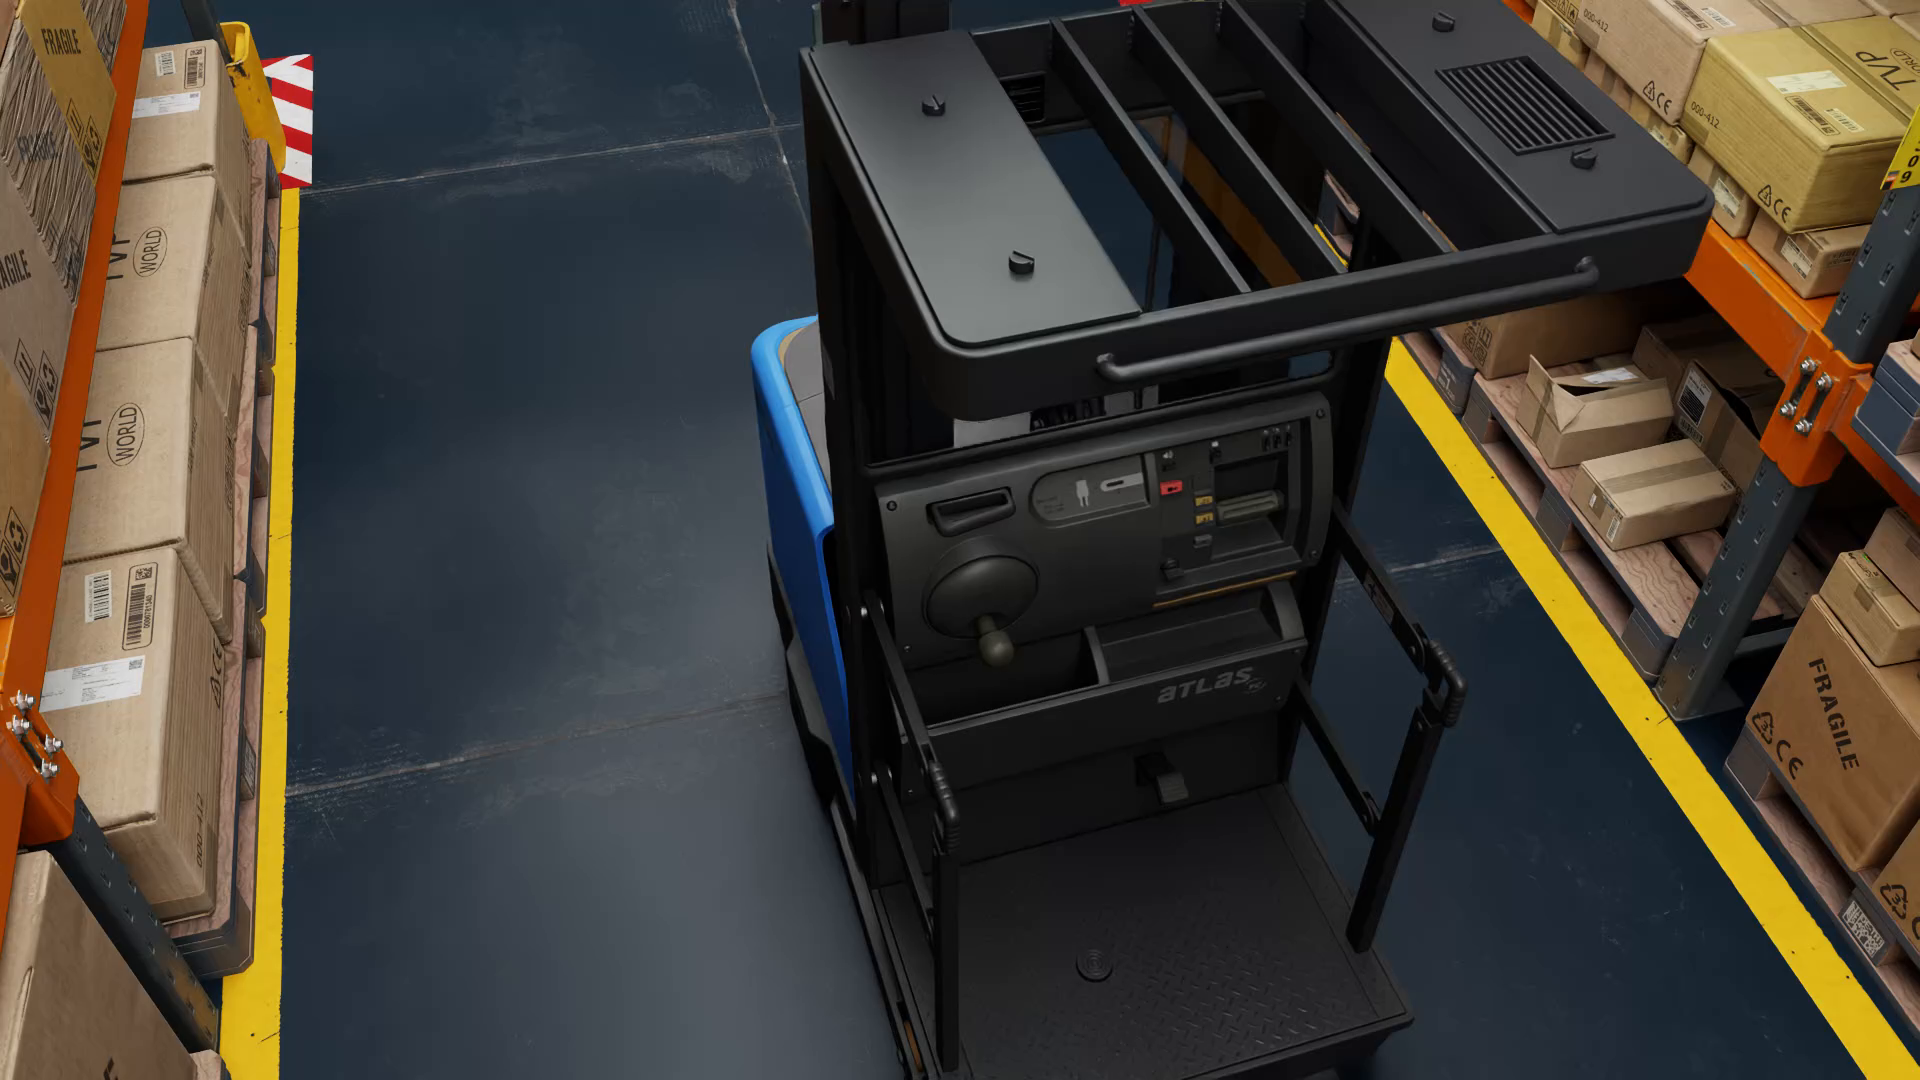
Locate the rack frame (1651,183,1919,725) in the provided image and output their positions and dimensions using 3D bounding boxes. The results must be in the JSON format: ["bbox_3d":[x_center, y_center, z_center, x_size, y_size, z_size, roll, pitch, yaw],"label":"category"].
[{"bbox_3d":[2.502,-0.659,3.796,1.000,3.000,0.127,-11,47,-10],"label":"rack frame"}]

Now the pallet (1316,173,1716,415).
[{"bbox_3d":[2.011,-1.001,6.083,1.003,0.211,1.213,-11,47,-10],"label":"pallet"}]

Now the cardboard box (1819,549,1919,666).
[{"bbox_3d":[2.337,0.138,4.016,0.380,0.149,0.250,-9,46,-8],"label":"cardboard box"}]

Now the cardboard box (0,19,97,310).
[{"bbox_3d":[-2.408,-0.848,3.911,0.500,0.500,0.500,-10,47,-10],"label":"cardboard box"}]

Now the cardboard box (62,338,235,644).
[{"bbox_3d":[-2.582,-0.070,4.718,0.875,0.438,0.875,-12,47,-11],"label":"cardboard box"}]

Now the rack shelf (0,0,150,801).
[{"bbox_3d":[-2.807,-0.878,4.514,1.077,0.370,4.000,-11,47,-10],"label":"rack shelf"}]

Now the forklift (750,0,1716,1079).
[{"bbox_3d":[0.365,0.078,3.122,1.130,2.935,3.031,-12,47,-12],"label":"forklift"}]

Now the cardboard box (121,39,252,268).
[{"bbox_3d":[-3.054,-1.323,5.946,0.875,0.438,0.875,-12,47,-12],"label":"cardboard box"}]

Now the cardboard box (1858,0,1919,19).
[{"bbox_3d":[2.501,-1.447,4.464,0.500,0.250,0.500,-11,47,-11],"label":"cardboard box"}]

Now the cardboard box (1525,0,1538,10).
[{"bbox_3d":[1.907,-1.652,4.944,0.380,0.149,0.250,-10,46,-10],"label":"cardboard box"}]

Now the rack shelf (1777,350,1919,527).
[{"bbox_3d":[3.014,0.974,2.699,1.077,0.370,4.000,-11,47,-10],"label":"rack shelf"}]

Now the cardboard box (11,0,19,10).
[{"bbox_3d":[-2.553,-1.561,3.910,0.500,0.500,0.500,-11,47,-11],"label":"cardboard box"}]

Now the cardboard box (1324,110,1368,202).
[{"bbox_3d":[1.724,-1.656,6.229,0.700,0.500,0.500,-9,46,-9],"label":"cardboard box"}]

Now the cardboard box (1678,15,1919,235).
[{"bbox_3d":[2.136,-1.018,4.044,0.500,0.250,0.500,-10,46,-9],"label":"cardboard box"}]

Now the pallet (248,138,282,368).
[{"bbox_3d":[-3.039,-0.997,6.079,1.003,0.211,1.213,-11,47,-10],"label":"pallet"}]

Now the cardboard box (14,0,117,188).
[{"bbox_3d":[-2.540,-1.204,4.260,0.500,0.500,0.500,-9,46,-9],"label":"cardboard box"}]

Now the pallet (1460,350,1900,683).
[{"bbox_3d":[2.327,-0.157,5.256,1.003,0.211,1.213,-11,47,-10],"label":"pallet"}]

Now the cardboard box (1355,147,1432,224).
[{"bbox_3d":[1.763,-1.272,5.853,0.500,0.500,0.500,-10,46,-10],"label":"cardboard box"}]

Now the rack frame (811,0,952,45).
[{"bbox_3d":[-0.217,-0.989,5.169,0.400,1.500,0.023,-12,47,-12],"label":"rack frame"}]

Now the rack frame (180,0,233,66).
[{"bbox_3d":[-3.319,-2.510,5.610,1.000,3.000,0.127,-11,47,-10],"label":"rack frame"}]

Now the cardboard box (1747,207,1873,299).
[{"bbox_3d":[2.176,-0.745,4.056,0.380,0.149,0.250,-10,46,-10],"label":"cardboard box"}]

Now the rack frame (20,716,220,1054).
[{"bbox_3d":[-2.295,0.251,2.904,1.000,3.000,0.127,-11,47,-10],"label":"rack frame"}]

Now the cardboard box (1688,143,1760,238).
[{"bbox_3d":[2.089,-0.921,4.228,0.380,0.149,0.250,-10,46,-9],"label":"cardboard box"}]

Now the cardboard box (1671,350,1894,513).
[{"bbox_3d":[2.561,-0.364,5.095,0.500,0.311,0.500,-9,46,-9],"label":"cardboard box"}]

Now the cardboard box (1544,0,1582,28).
[{"bbox_3d":[1.878,-1.707,4.720,0.500,0.250,0.500,-11,47,-11],"label":"cardboard box"}]

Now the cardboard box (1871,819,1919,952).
[{"bbox_3d":[2.554,0.810,3.812,0.500,0.500,0.500,-11,47,-11],"label":"cardboard box"}]

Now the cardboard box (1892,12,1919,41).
[{"bbox_3d":[2.636,-1.102,4.126,0.500,0.250,0.500,-11,47,-11],"label":"cardboard box"}]

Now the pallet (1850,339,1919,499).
[{"bbox_3d":[2.601,-0.020,3.304,1.003,0.211,1.213,-11,47,-10],"label":"pallet"}]

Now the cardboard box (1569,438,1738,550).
[{"bbox_3d":[2.076,-0.139,4.988,0.380,0.149,0.250,-12,47,-12],"label":"cardboard box"}]

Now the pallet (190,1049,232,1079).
[{"bbox_3d":[-2.025,1.746,3.391,1.003,0.211,1.213,-11,47,-10],"label":"pallet"}]

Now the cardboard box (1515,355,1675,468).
[{"bbox_3d":[1.984,-0.426,5.188,0.396,0.266,0.258,-9,46,-9],"label":"cardboard box"}]

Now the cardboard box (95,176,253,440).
[{"bbox_3d":[-2.811,-0.693,5.329,0.875,0.438,0.875,-10,46,-9],"label":"cardboard box"}]

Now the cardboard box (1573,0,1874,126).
[{"bbox_3d":[1.993,-1.361,4.380,0.500,0.250,0.500,-11,47,-10],"label":"cardboard box"}]

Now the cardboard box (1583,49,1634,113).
[{"bbox_3d":[1.958,-1.282,4.582,0.380,0.149,0.250,-10,46,-9],"label":"cardboard box"}]

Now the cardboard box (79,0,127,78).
[{"bbox_3d":[-2.685,-1.558,4.607,0.500,0.500,0.500,-9,46,-9],"label":"cardboard box"}]

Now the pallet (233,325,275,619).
[{"bbox_3d":[-2.730,-0.156,5.255,1.003,0.211,1.213,-11,47,-10],"label":"pallet"}]

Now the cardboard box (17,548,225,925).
[{"bbox_3d":[-2.352,0.548,4.113,0.875,0.438,0.875,-11,47,-11],"label":"cardboard box"}]

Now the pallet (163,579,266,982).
[{"bbox_3d":[-2.414,0.688,4.428,1.003,0.211,1.213,-11,47,-10],"label":"pallet"}]

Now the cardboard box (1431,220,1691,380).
[{"bbox_3d":[1.990,-0.939,5.526,0.700,0.500,0.500,-12,47,-12],"label":"cardboard box"}]

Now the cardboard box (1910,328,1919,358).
[{"bbox_3d":[2.410,-0.466,3.242,0.700,0.500,0.500,-10,46,-9],"label":"cardboard box"}]

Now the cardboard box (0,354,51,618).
[{"bbox_3d":[-2.162,-0.156,3.232,0.500,0.500,0.500,-9,46,-9],"label":"cardboard box"}]

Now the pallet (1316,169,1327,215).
[{"bbox_3d":[1.703,-1.842,6.907,1.003,0.211,1.213,-11,47,-10],"label":"pallet"}]

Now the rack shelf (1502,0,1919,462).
[{"bbox_3d":[1.990,-1.788,5.406,1.077,0.370,4.000,-11,47,-10],"label":"rack shelf"}]

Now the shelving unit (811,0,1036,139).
[{"bbox_3d":[-0.109,-0.739,4.924,0.431,1.500,0.755,-12,47,-12],"label":"shelving unit"}]

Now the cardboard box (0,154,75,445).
[{"bbox_3d":[-2.287,-0.504,3.574,0.500,0.500,0.500,-10,47,-10],"label":"cardboard box"}]

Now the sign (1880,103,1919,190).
[{"bbox_3d":[1.980,-0.857,3.384,0.100,0.325,0.005,-11,47,-10],"label":"sign"}]

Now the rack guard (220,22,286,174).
[{"bbox_3d":[-3.325,-1.652,6.519,1.175,0.500,0.348,-11,47,-10],"label":"rack guard"}]

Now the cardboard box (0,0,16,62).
[{"bbox_3d":[-2.426,-1.212,3.568,0.500,0.500,0.500,-10,46,-10],"label":"cardboard box"}]

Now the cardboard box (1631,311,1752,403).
[{"bbox_3d":[2.450,-0.607,5.447,0.380,0.149,0.250,-11,47,-11],"label":"cardboard box"}]

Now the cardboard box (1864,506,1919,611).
[{"bbox_3d":[2.395,0.023,3.921,0.380,0.149,0.250,-11,47,-11],"label":"cardboard box"}]

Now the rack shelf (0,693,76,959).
[{"bbox_3d":[-1.783,1.884,1.807,1.077,0.370,4.000,-11,47,-10],"label":"rack shelf"}]

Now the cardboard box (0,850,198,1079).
[{"bbox_3d":[-2.059,1.261,3.107,0.875,0.875,0.875,-9,46,-9],"label":"cardboard box"}]

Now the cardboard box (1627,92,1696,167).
[{"bbox_3d":[1.999,-1.096,4.400,0.380,0.149,0.250,-10,46,-9],"label":"cardboard box"}]

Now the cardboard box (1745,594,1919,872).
[{"bbox_3d":[2.408,0.444,4.171,0.500,0.500,0.500,-9,46,-9],"label":"cardboard box"}]

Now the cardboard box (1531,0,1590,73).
[{"bbox_3d":[1.865,-1.453,4.750,0.380,0.149,0.250,-11,47,-11],"label":"cardboard box"}]

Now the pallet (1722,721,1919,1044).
[{"bbox_3d":[2.747,0.872,4.248,1.003,0.211,1.213,-11,47,-10],"label":"pallet"}]
